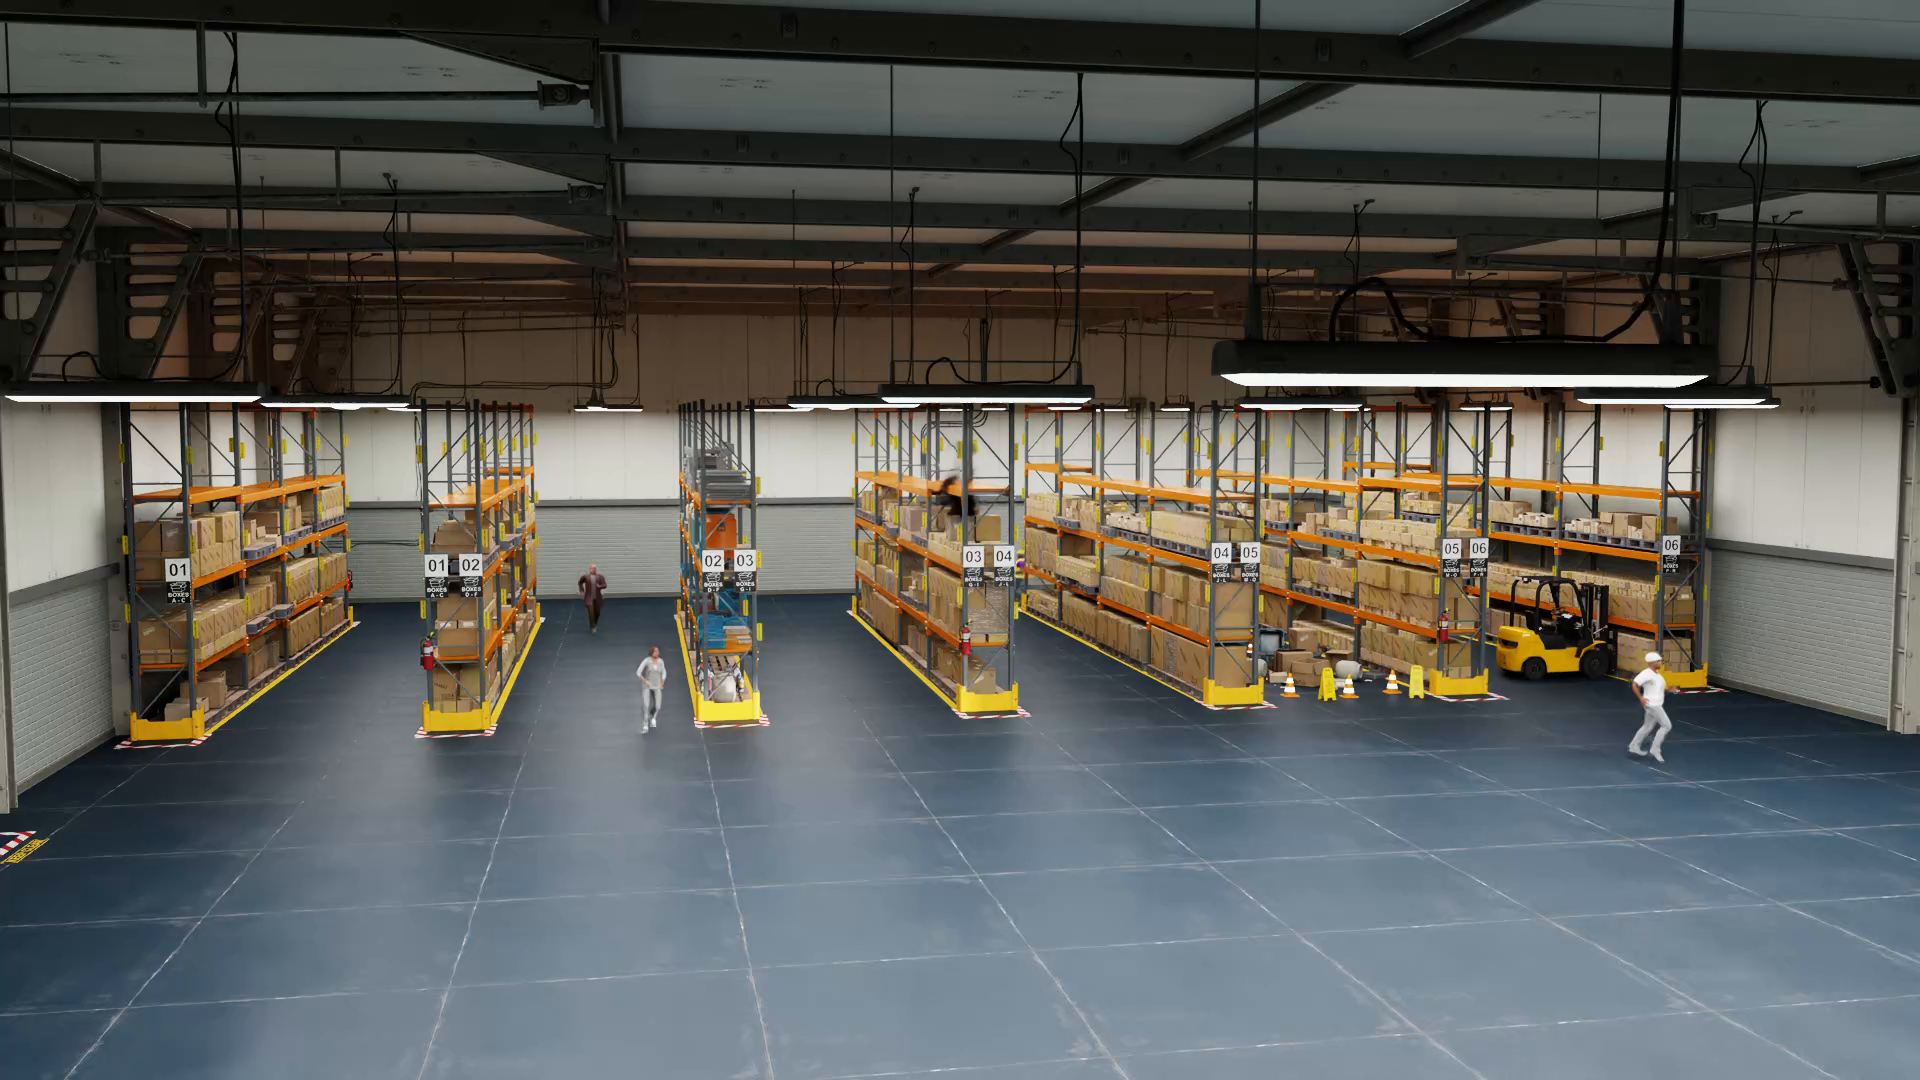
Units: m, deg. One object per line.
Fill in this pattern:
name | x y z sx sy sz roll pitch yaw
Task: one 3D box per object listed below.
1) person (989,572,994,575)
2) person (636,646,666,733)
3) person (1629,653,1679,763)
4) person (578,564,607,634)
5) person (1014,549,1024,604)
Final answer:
person | 0.755 1.279 47.509 0.679 1.729 0.627 0 4 5
person | -5.586 2.690 30.160 0.563 1.545 0.467 -2 5 -20
person | 11.479 2.768 27.527 0.746 1.817 0.669 2 5 29
person | -9.607 1.521 43.563 0.703 1.764 1.065 -2 5 -22
person | 1.700 1.121 49.940 0.600 1.726 0.818 0 4 0
